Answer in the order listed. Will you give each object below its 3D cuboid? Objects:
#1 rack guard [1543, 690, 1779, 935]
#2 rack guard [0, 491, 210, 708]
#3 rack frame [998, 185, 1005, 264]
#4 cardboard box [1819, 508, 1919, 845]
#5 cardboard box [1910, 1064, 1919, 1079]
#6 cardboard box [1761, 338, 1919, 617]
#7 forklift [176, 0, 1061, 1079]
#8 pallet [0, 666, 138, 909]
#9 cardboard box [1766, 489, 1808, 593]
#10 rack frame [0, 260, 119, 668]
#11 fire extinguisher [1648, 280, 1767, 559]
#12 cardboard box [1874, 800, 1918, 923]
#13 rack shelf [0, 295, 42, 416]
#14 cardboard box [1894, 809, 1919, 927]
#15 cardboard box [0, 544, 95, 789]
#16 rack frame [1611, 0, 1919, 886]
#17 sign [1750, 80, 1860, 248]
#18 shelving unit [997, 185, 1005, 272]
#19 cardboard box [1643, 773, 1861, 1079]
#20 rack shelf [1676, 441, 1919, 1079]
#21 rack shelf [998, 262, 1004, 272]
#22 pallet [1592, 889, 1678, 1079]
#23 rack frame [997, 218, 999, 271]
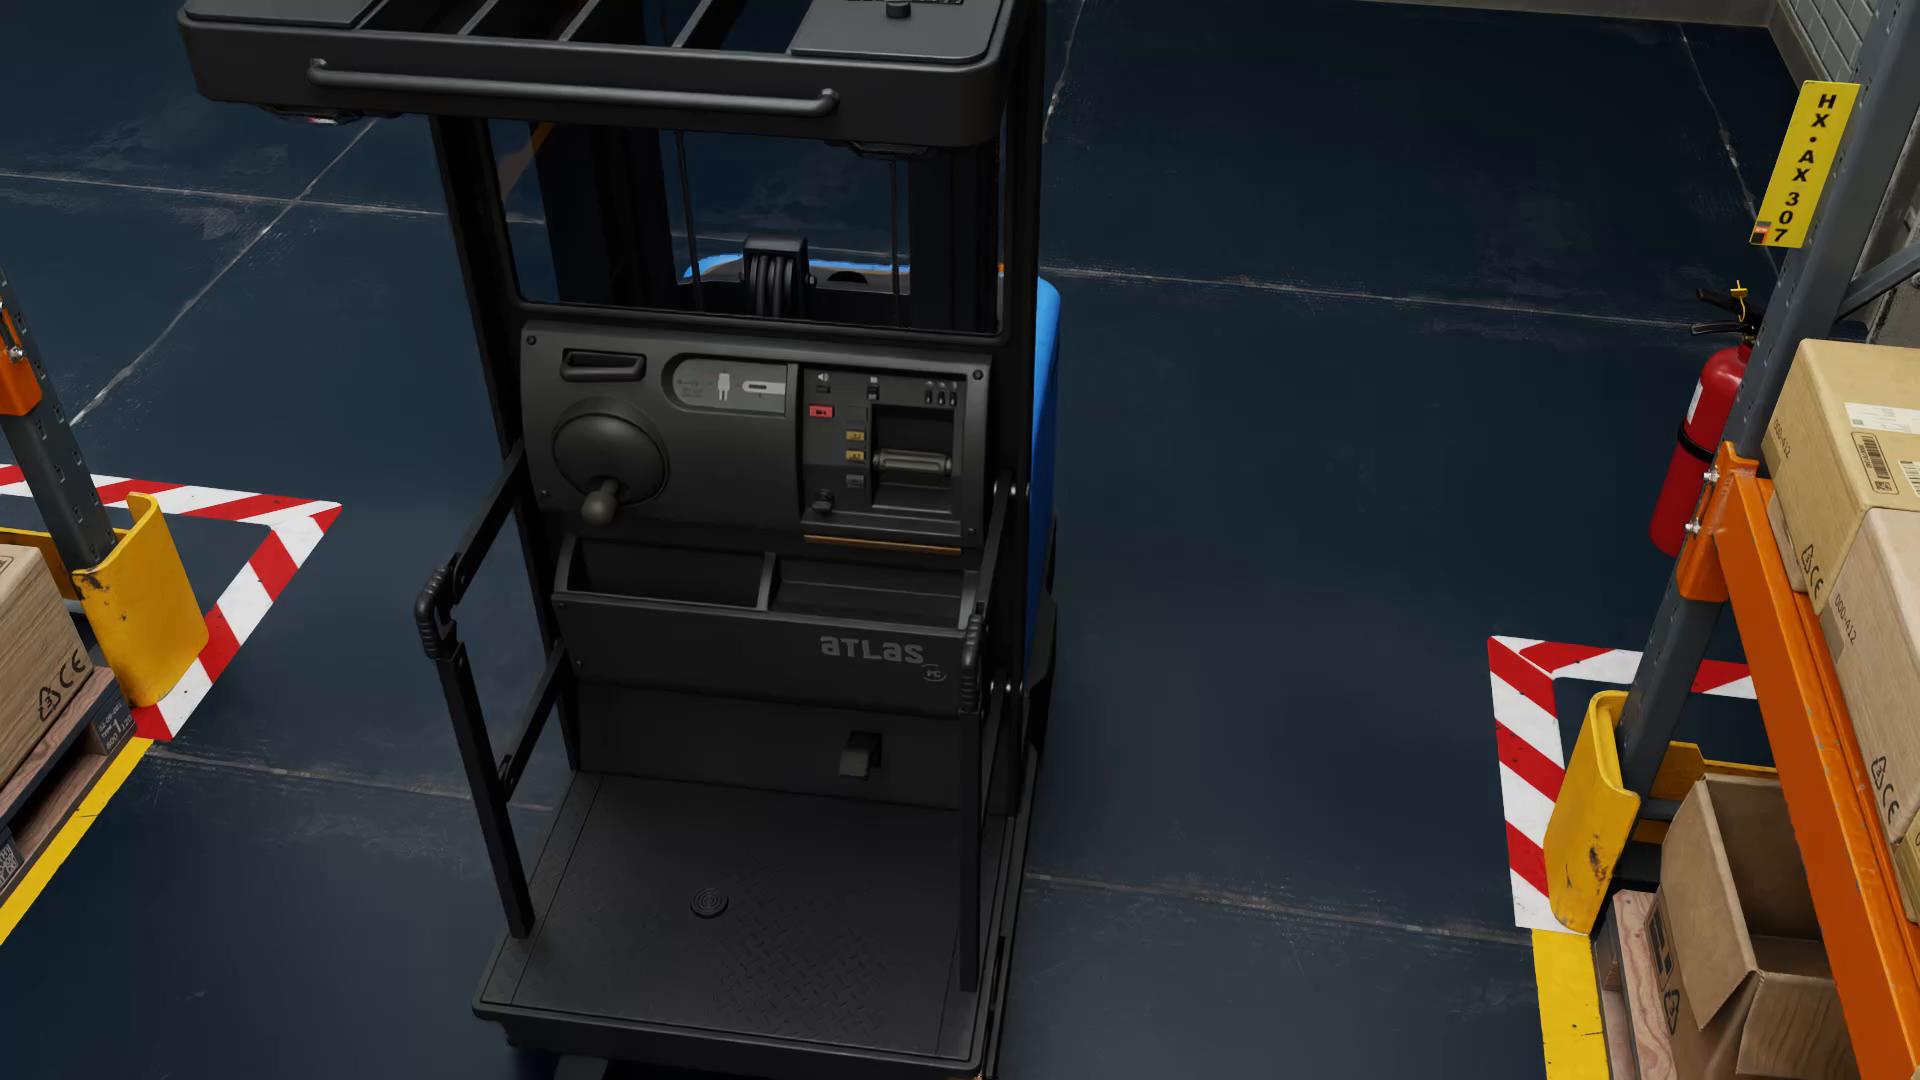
[{"bbox_3d":[2.067,0.722,3.984,1.175,0.500,0.348,6,40,8],"label":"rack guard"},{"bbox_3d":[-2.805,0.114,4.719,1.175,0.500,0.348,6,40,8],"label":"rack guard"},{"bbox_3d":[0.011,-0.513,4.928,0.240,1.200,0.006,5,40,7],"label":"rack frame"},{"bbox_3d":[1.649,0.226,2.507,0.500,0.250,0.500,7,40,8],"label":"cardboard box"},{"bbox_3d":[1.481,0.787,2.141,0.380,0.149,0.250,5,40,6],"label":"cardboard box"},{"bbox_3d":[1.736,-0.091,2.890,0.500,0.250,0.500,7,40,8],"label":"cardboard box"},{"bbox_3d":[-0.433,-0.122,3.098,1.130,2.935,3.031,5,40,6],"label":"forklift"},{"bbox_3d":[-2.871,0.751,4.176,1.003,0.211,1.213,6,40,8],"label":"pallet"},{"bbox_3d":[1.753,-0.016,3.113,0.380,0.149,0.250,6,40,7],"label":"cardboard box"},{"bbox_3d":[-2.810,-0.834,3.905,1.000,3.000,0.127,6,40,8],"label":"rack frame"},{"bbox_3d":[1.650,-0.259,3.562,0.296,0.674,0.183,6,40,8],"label":"fire extinguisher"},{"bbox_3d":[1.639,0.469,2.526,0.380,0.149,0.250,8,40,9],"label":"cardboard box"},{"bbox_3d":[-3.156,0.698,2.616,1.077,0.370,4.000,6,40,8],"label":"rack shelf"},{"bbox_3d":[1.564,0.544,2.122,0.500,0.250,0.500,6,40,7],"label":"cardboard box"},{"bbox_3d":[-2.825,0.417,4.073,0.875,0.438,0.875,5,40,6],"label":"cardboard box"},{"bbox_3d":[2.080,-0.289,3.246,1.000,3.000,0.127,6,40,8],"label":"rack frame"},{"bbox_3d":[1.545,-0.682,3.042,0.100,0.325,0.005,6,40,8],"label":"sign"},{"bbox_3d":[-0.002,-0.455,4.859,0.258,1.200,0.189,5,40,7],"label":"shelving unit"},{"bbox_3d":[1.881,0.885,3.456,0.797,0.503,0.637,5,40,6],"label":"cardboard box"},{"bbox_3d":[1.734,1.243,1.957,1.077,0.370,4.000,6,40,8],"label":"rack shelf"},{"bbox_3d":[-0.002,-0.698,4.658,0.258,0.103,0.180,5,40,7],"label":"rack shelf"},{"bbox_3d":[1.930,1.334,3.471,1.003,0.211,1.213,6,40,8],"label":"pallet"},{"bbox_3d":[-0.016,-0.397,4.789,0.240,1.200,0.006,5,40,7],"label":"rack frame"}]
